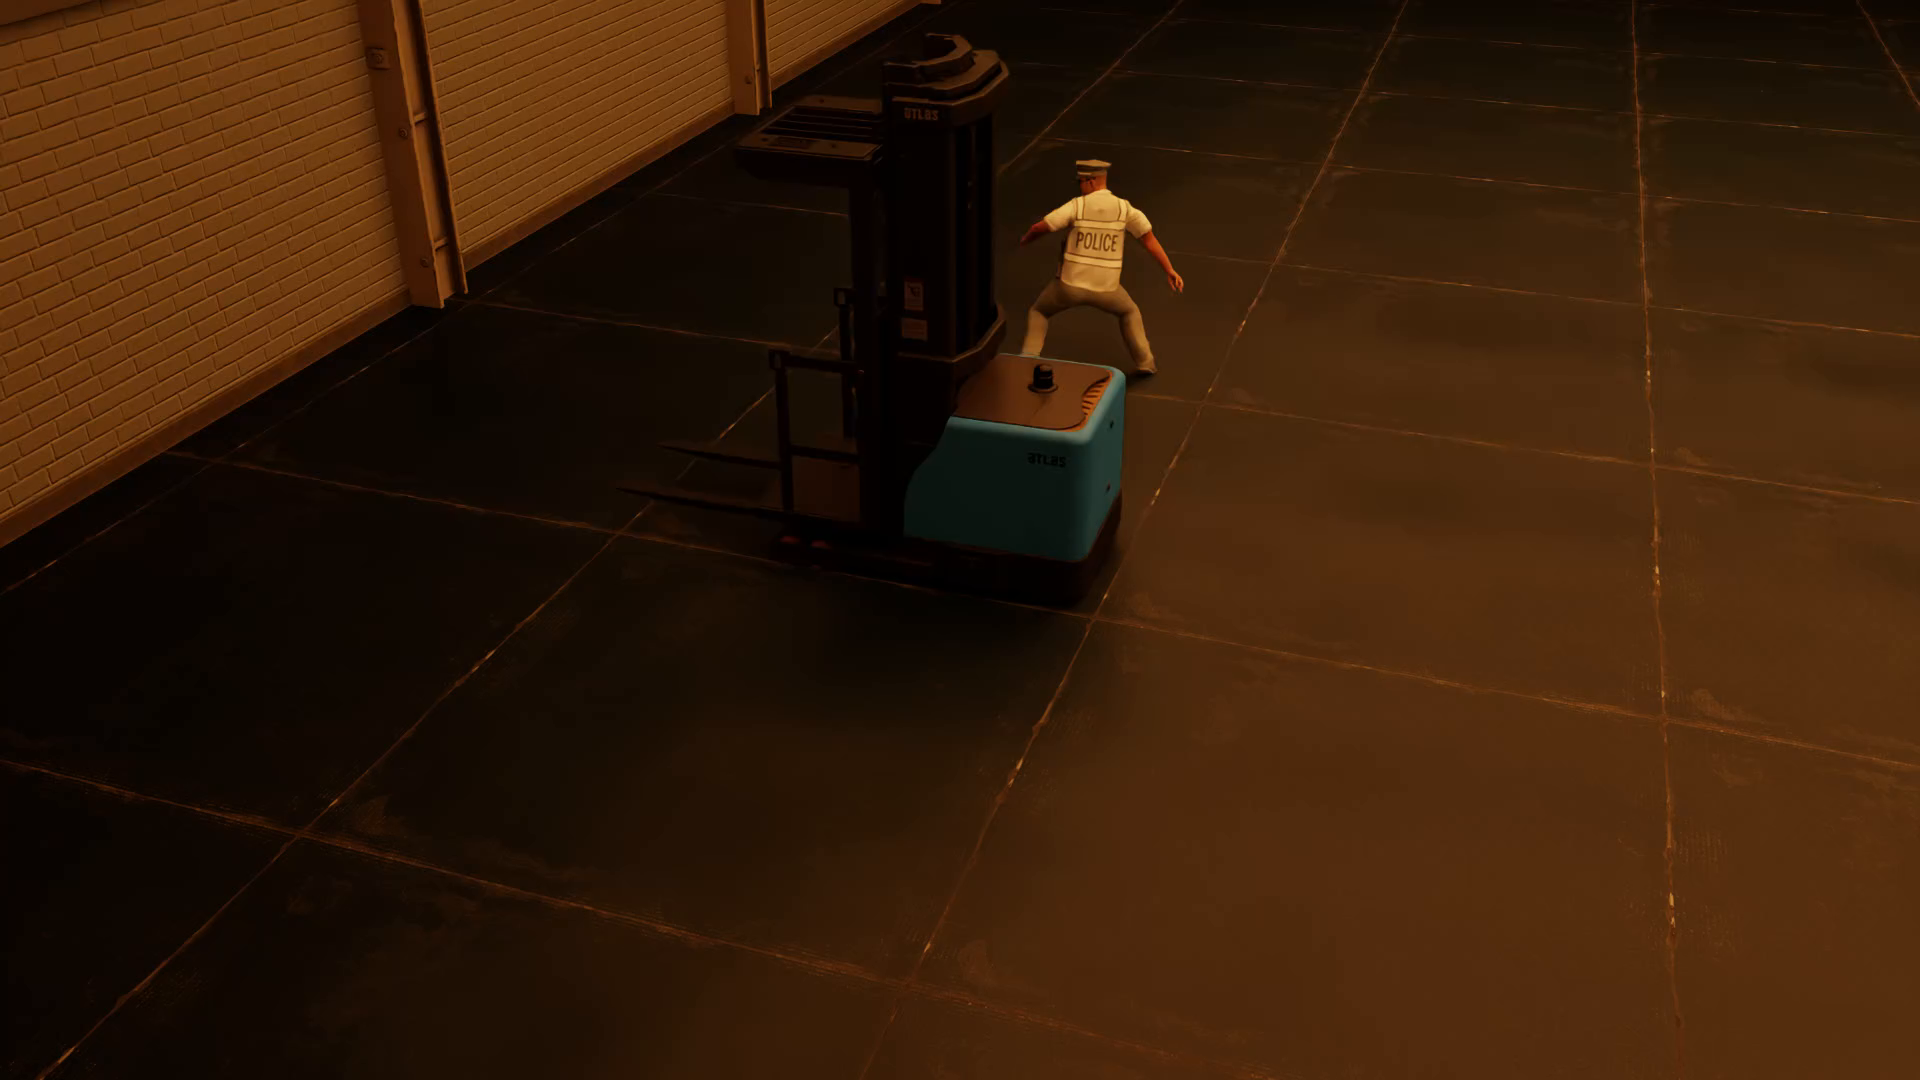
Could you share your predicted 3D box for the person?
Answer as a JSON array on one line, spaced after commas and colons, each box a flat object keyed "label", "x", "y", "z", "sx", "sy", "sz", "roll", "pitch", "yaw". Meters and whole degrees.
[{"label": "person", "x": 0.988, "y": -1.828, "z": 11.818, "sx": 1.151, "sy": 1.706, "sz": 0.563, "roll": 1, "pitch": 30, "yaw": 2}]

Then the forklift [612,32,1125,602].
[{"label": "forklift", "x": -0.598, "y": -1.341, "z": 9.490, "sx": 3.031, "sy": 2.935, "sz": 1.130, "roll": 9, "pitch": 31, "yaw": 15}]
